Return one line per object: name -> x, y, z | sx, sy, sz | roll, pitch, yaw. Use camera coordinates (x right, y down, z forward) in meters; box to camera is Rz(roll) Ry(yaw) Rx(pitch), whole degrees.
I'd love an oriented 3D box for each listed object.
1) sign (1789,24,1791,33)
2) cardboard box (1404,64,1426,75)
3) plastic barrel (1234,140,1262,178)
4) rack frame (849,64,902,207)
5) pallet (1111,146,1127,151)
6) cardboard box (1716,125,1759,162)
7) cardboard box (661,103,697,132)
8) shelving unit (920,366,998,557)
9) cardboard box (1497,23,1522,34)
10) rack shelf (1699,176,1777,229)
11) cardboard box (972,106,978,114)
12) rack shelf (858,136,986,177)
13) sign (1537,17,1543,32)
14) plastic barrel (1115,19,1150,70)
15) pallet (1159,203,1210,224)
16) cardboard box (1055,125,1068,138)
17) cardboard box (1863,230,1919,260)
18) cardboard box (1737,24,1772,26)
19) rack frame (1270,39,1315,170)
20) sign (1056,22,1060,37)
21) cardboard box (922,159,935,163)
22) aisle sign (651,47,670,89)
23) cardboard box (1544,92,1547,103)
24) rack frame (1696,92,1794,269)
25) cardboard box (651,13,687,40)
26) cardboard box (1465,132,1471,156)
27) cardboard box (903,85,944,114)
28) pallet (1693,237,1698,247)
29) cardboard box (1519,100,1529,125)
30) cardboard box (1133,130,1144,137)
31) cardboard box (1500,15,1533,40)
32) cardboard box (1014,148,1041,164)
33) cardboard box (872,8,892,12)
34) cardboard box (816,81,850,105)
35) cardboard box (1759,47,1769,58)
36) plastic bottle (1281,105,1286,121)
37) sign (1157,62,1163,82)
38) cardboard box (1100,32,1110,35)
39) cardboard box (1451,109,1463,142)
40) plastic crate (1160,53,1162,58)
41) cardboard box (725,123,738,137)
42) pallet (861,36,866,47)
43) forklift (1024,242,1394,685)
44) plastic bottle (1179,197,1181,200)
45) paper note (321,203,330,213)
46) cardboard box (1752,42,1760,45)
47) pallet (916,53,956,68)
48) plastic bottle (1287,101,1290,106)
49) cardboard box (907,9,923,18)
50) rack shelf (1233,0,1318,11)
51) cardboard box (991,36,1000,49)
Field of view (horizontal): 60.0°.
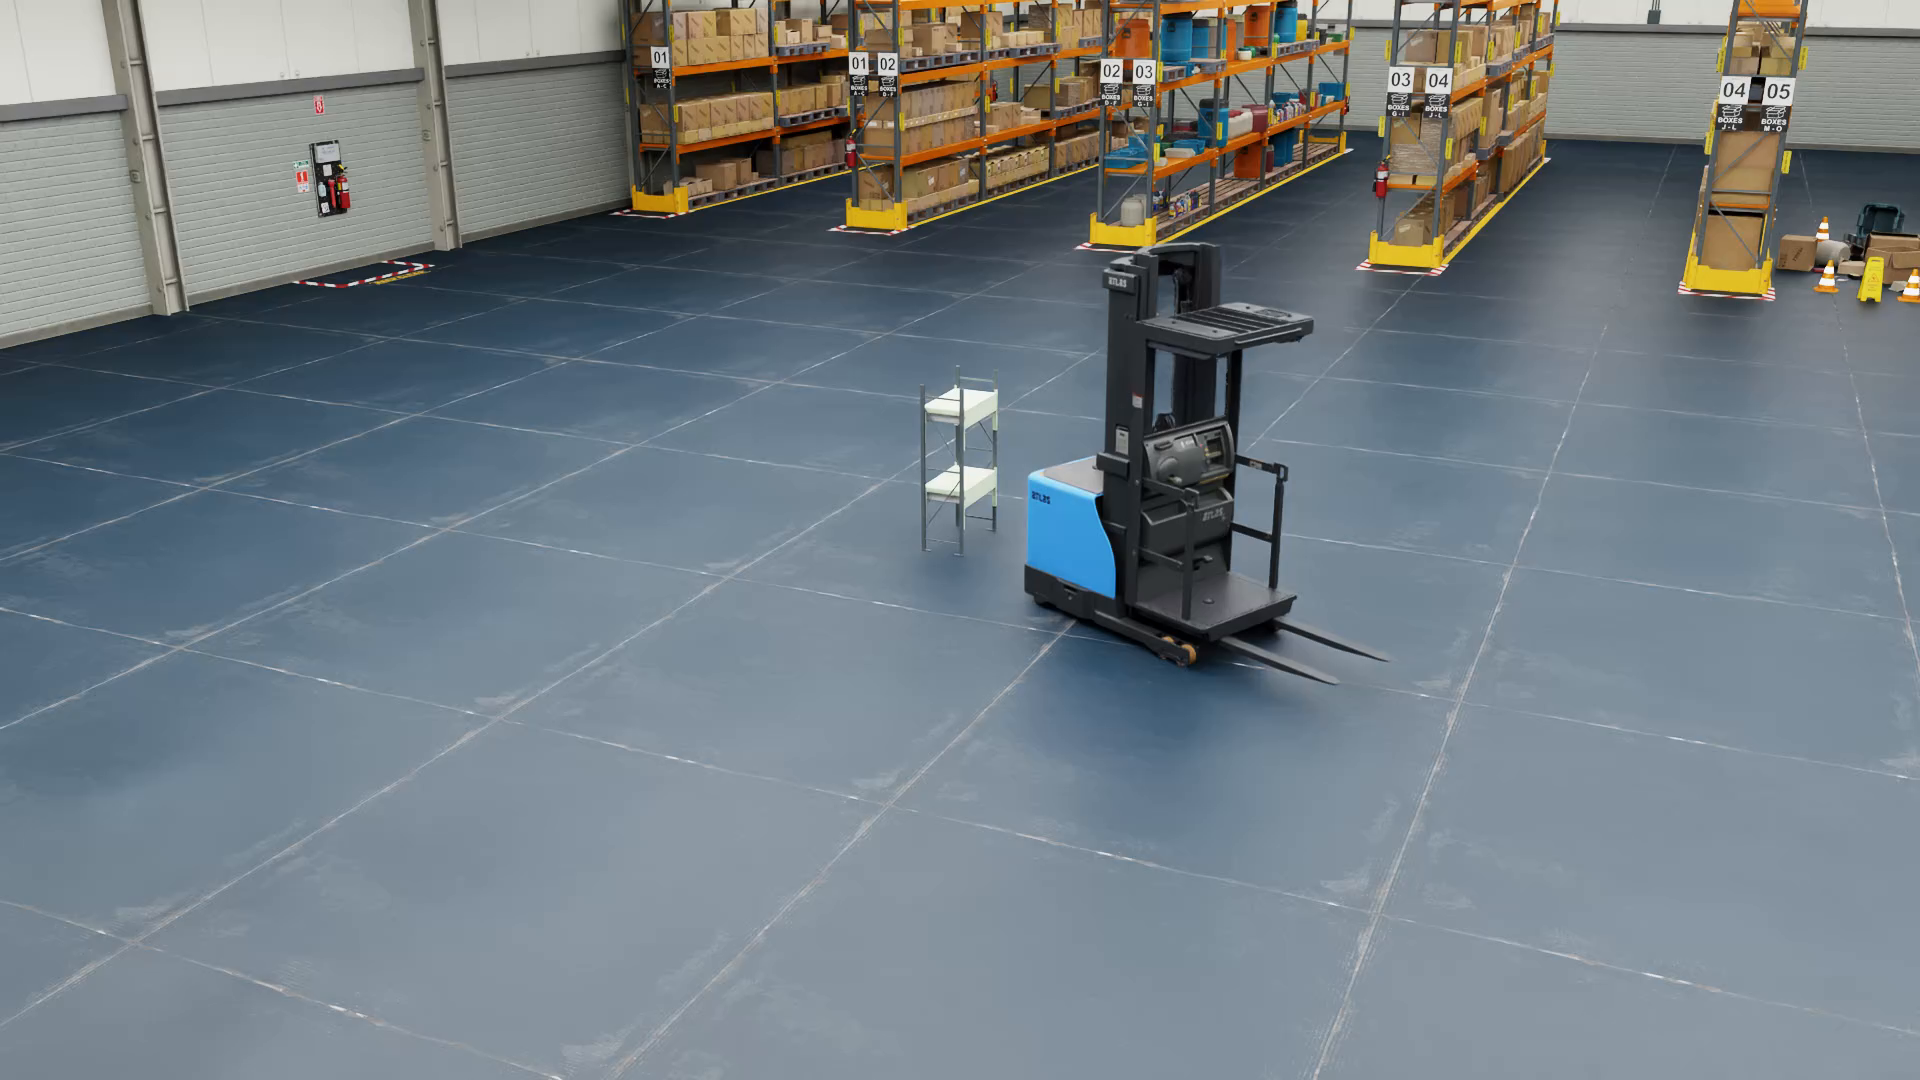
sign -> 17.361, -10.761, 34.869 | 0.100, 0.325, 0.005 | 9, 21, 23
cardboard box -> 7.498, -7.759, 27.414 | 0.380, 0.149, 0.250 | 8, 21, 21
plastic barrel -> 6.397, -8.489, 36.929 | 0.600, 0.830, 0.708 | 9, 21, 23
rack frame -> -1.581, -7.397, 31.246 | 1.000, 3.000, 0.127 | 9, 21, 23
pallet -> 3.615, -9.962, 42.618 | 1.003, 0.211, 1.213 | 9, 21, 23
cardboard box -> 12.267, -6.194, 26.026 | 0.875, 0.550, 0.550 | 9, 21, 23
cardboard box -> -5.632, -8.473, 33.344 | 0.500, 0.500, 0.500 | 9, 21, 23
shelving unit -> -0.003, -0.705, 14.665 | 0.431, 1.500, 0.755 | 9, 21, 23
cardboard box -> 11.548, -10.770, 35.471 | 0.797, 0.503, 0.637 | 8, 21, 22
rack shelf -> 12.758, -5.598, 27.260 | 1.077, 0.370, 4.000 | 9, 21, 23
cardboard box -> 0.141, -8.860, 34.242 | 0.380, 0.149, 0.250 | 9, 21, 23
rack shelf -> -0.762, -7.670, 33.086 | 1.077, 0.370, 4.000 | 9, 21, 23
sign -> 12.868, -11.439, 36.893 | 0.100, 0.325, 0.005 | 9, 21, 23
plastic barrel -> 3.020, -8.696, 29.153 | 0.600, 0.830, 0.708 | 9, 21, 23
pallet -> 4.262, -6.426, 32.676 | 1.003, 0.211, 1.213 | 9, 21, 23
cardboard box -> 2.298, -9.875, 40.168 | 0.500, 0.250, 0.500 | 8, 21, 22
cardboard box -> 15.281, -4.736, 27.286 | 0.797, 0.637, 0.503 | 9, 21, 23
cardboard box -> 16.597, -10.551, 34.862 | 0.700, 0.500, 0.500 | 9, 21, 23
rack frame -> 7.851, -10.385, 39.646 | 1.000, 3.000, 0.127 | 9, 21, 23
sign -> 2.198, -11.458, 37.299 | 0.100, 0.325, 0.005 | 9, 21, 23
cardboard box -> -0.828, -7.471, 33.811 | 0.500, 0.500, 0.500 | 9, 21, 23
aisle sign -> -5.857, -9.238, 32.541 | 0.394, 0.787, 0.004 | 9, 21, 23
cardboard box -> 14.051, -10.813, 40.630 | 0.500, 0.250, 0.500 | 8, 21, 22
rack frame -> 11.939, -5.326, 25.420 | 1.000, 3.000, 0.127 | 9, 21, 23
cardboard box -> -5.722, -10.101, 32.701 | 0.500, 0.500, 0.500 | 7, 21, 19
cardboard box -> 8.853, -7.318, 30.429 | 0.875, 0.500, 0.500 | 9, 21, 23
cardboard box -> -0.735, -8.682, 32.772 | 0.700, 0.500, 0.500 | 9, 21, 23
pallet -> 13.194, -5.013, 28.702 | 1.003, 0.211, 1.213 | 9, 21, 23
cardboard box -> 12.427, -9.572, 37.211 | 0.500, 0.500, 0.500 | 9, 21, 23
cardboard box -> 4.557, -10.714, 44.019 | 0.500, 0.250, 0.500 | 9, 21, 23
cardboard box -> 12.635, -11.658, 37.825 | 0.700, 0.500, 0.500 | 7, 21, 20
cardboard box -> 1.498, -8.656, 37.424 | 0.500, 0.311, 0.500 | 8, 21, 22
cardboard box -> -1.880, -13.343, 41.564 | 0.500, 0.250, 0.500 | 8, 21, 21
cardboard box -> -3.009, -10.631, 39.532 | 0.700, 0.500, 0.500 | 6, 20, 16
cardboard box -> 13.402, -7.936, 27.287 | 0.500, 0.250, 0.500 | 8, 21, 22
plastic bottle -> 7.322, -9.699, 37.792 | 0.144, 0.351, 0.185 | 9, 21, 23
sign -> 3.437, -8.057, 28.612 | 0.100, 0.325, 0.005 | 9, 21, 23
cardboard box -> 3.758, -12.523, 41.406 | 0.500, 0.250, 0.500 | 9, 21, 23
cardboard box -> 8.140, -6.978, 27.981 | 0.500, 0.500, 0.500 | 9, 21, 23
plastic crate -> 3.443, -8.747, 30.587 | 0.392, 0.384, 0.575 | 9, 21, 23
cardboard box -> -4.989, -8.590, 34.794 | 0.500, 0.250, 0.500 | 9, 21, 23
pallet -> -2.610, -12.050, 40.134 | 1.213, 0.211, 1.003 | 10, 22, 25
forklift -> 1.862, -0.634, 12.330 | 1.130, 2.935, 3.031 | -16, 25, -38
plastic bottle -> 4.259, -6.479, 32.061 | 0.061, 0.283, 0.133 | 9, 21, 23
paper note -> -10.243, -5.365, 26.845 | 0.016, 0.148, 0.142 | 9, 21, 23
cardboard box -> 14.718, -9.196, 31.185 | 0.500, 0.311, 0.500 | 9, 21, 23
pallet -> -0.769, -9.356, 32.408 | 1.003, 0.211, 1.213 | 9, 21, 23
plastic bottle -> 7.641, -10.056, 38.794 | 0.144, 0.351, 0.185 | 9, 21, 23
cardboard box -> -1.115, -13.931, 43.469 | 0.500, 0.500, 0.500 | 8, 21, 22
rack shelf -> 7.032, -12.073, 37.110 | 1.077, 0.370, 4.000 | 9, 21, 23
cardboard box -> 0.541, -10.516, 35.136 | 0.500, 0.250, 0.500 | 6, 21, 17
